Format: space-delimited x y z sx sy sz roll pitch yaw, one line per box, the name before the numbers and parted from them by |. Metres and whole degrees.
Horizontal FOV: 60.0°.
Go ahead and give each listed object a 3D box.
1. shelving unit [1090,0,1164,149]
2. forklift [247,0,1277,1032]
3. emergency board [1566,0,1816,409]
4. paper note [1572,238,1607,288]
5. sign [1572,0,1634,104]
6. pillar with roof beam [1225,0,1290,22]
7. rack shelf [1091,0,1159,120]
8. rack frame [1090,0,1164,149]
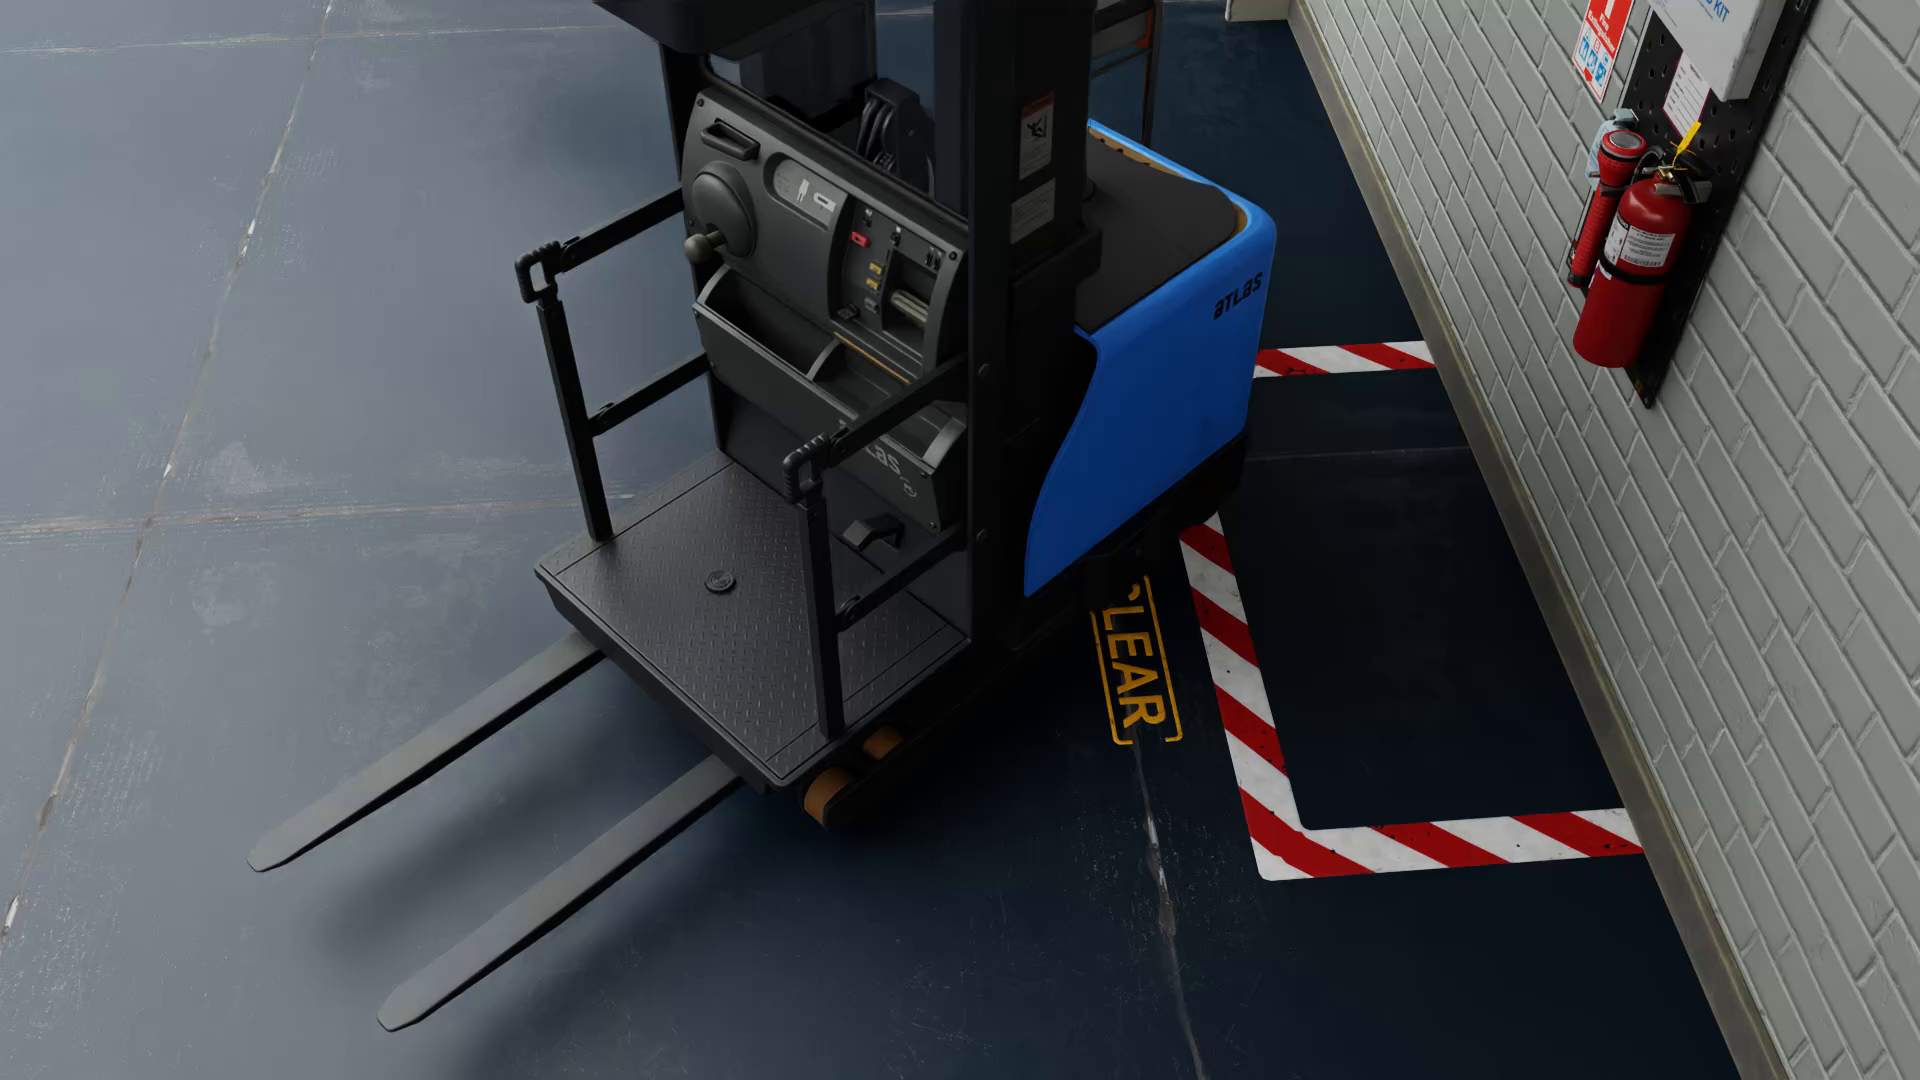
shelving unit | 0.322 -1.615 5.333 0.431 2.100 0.503 -30 54 -26
forklift | -0.493 -0.660 3.856 1.130 2.935 3.031 36 56 29
emergency board | 1.667 -0.956 4.089 0.194 1.169 0.643 -3 47 -3
paper note | 1.721 -0.785 4.534 0.016 0.148 0.142 -3 47 -3
sign | 1.724 -1.374 4.461 0.001 0.329 0.234 -3 47 -3
pillar with roof beam | -2.956 -5.308 4.079 9.100 9.000 0.400 -3 47 -3
rack shelf | 0.322 -1.605 5.343 0.431 0.518 0.480 -30 54 -26
rack frame | 0.475 -1.477 5.203 0.400 2.100 0.015 -30 54 -26
